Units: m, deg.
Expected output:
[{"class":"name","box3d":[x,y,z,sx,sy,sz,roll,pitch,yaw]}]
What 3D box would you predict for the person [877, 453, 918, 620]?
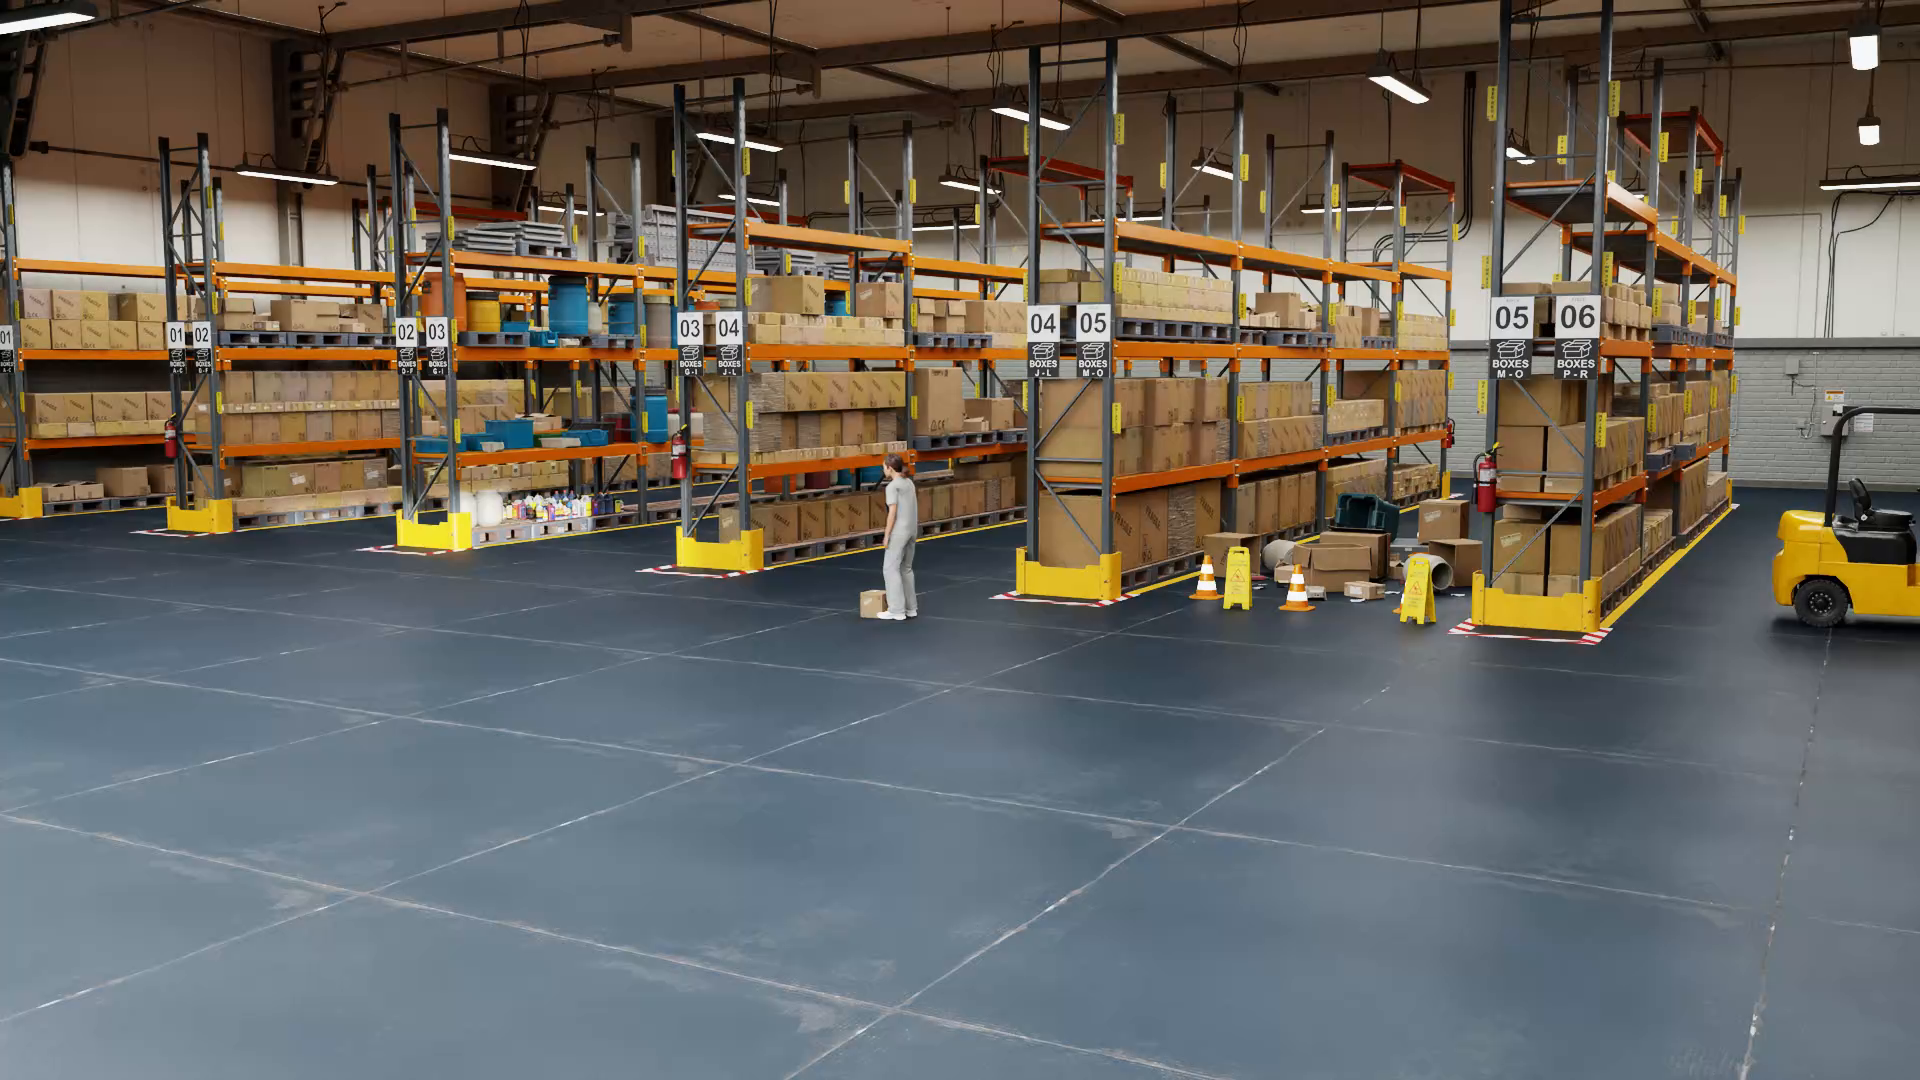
[{"class":"person","box3d":[-0.616,-0.041,16.748,0.362,1.666,0.485,3,7,28]}]
